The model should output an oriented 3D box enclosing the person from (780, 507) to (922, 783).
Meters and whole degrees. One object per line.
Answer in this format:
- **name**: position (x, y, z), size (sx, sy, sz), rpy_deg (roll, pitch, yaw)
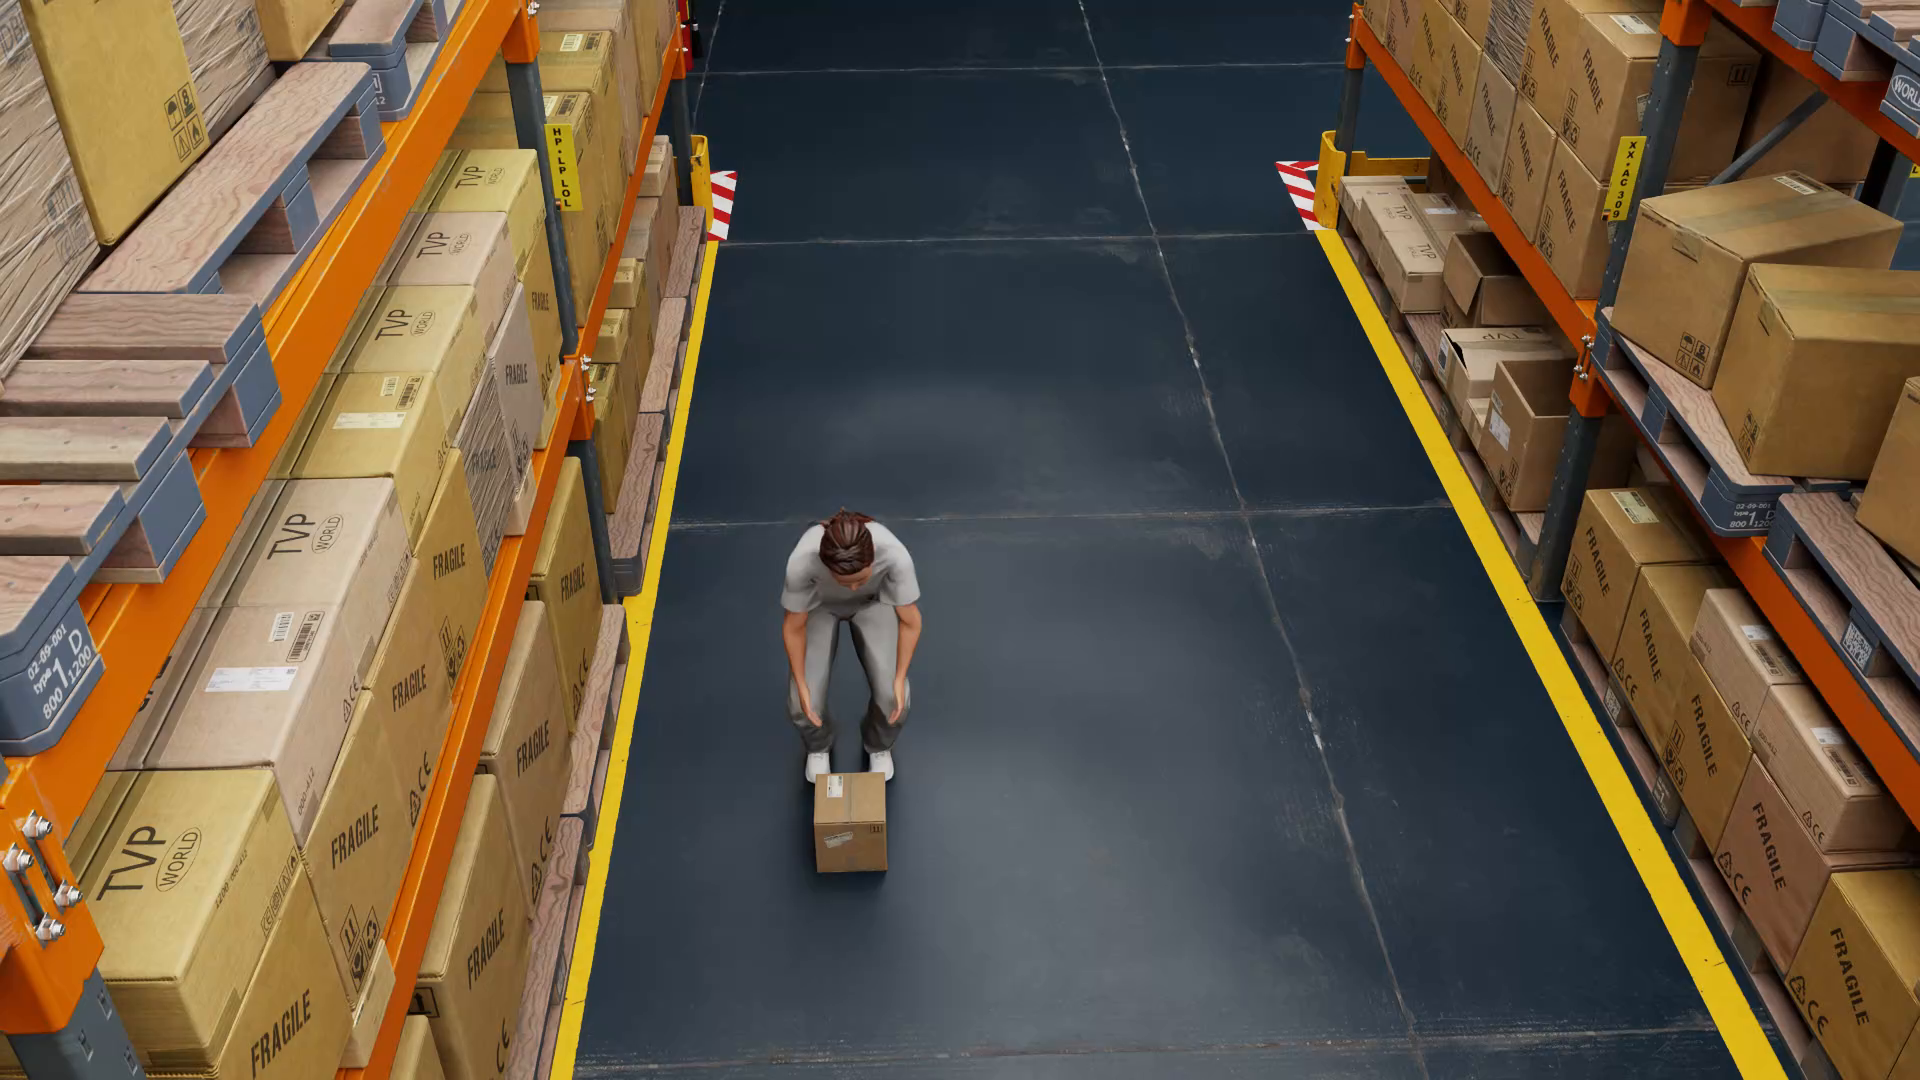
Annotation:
- **person**: position (-0.384, 0.347, 5.983), size (0.493, 1.304, 0.683), rpy_deg (-1, 35, -2)
